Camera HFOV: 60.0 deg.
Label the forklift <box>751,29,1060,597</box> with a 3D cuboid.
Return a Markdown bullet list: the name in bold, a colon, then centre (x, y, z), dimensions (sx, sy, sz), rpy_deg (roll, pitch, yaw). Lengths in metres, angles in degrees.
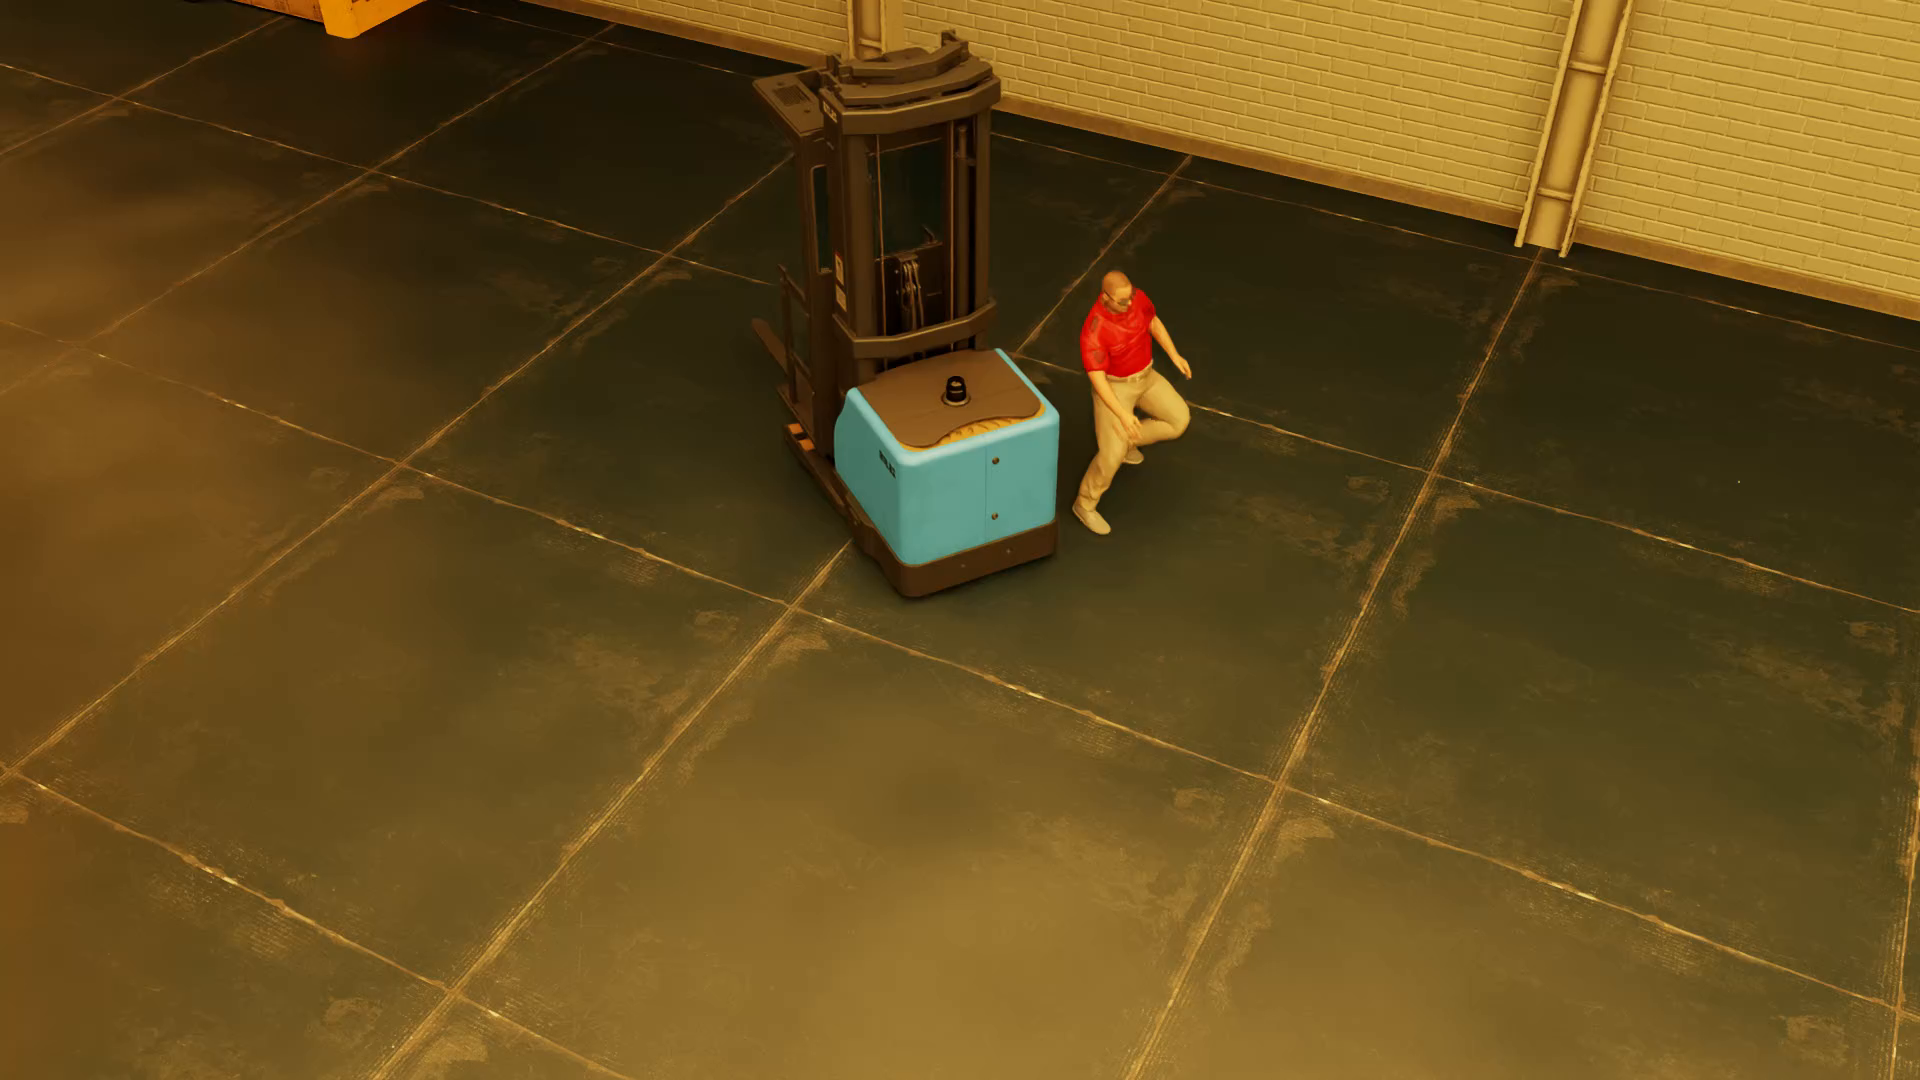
- **forklift**: centre (-0.515, -1.730, 10.041), dimensions (1.130, 2.935, 3.031), rpy_deg (-18, 43, -20)

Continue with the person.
- **person**: centre (1.049, -0.871, 10.101), dimensions (0.816, 1.600, 0.690), rpy_deg (-28, 48, -30)
